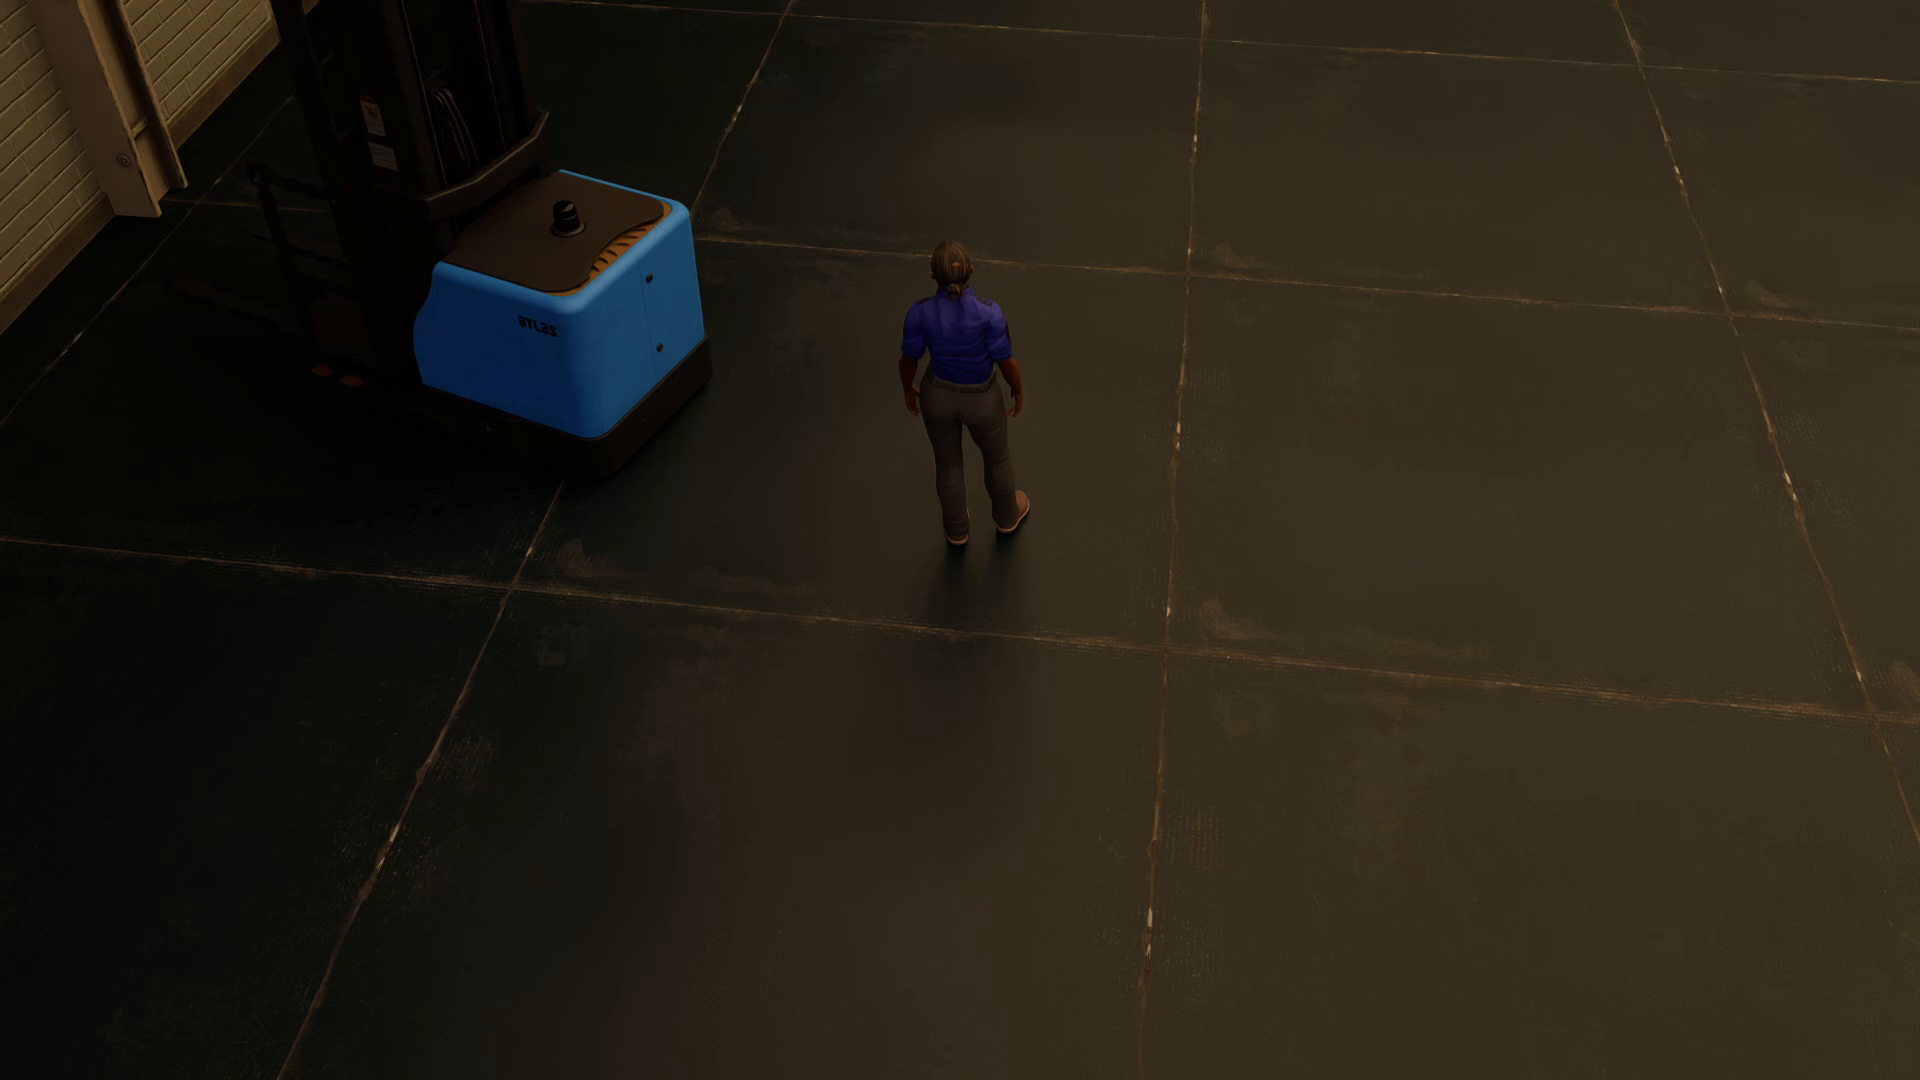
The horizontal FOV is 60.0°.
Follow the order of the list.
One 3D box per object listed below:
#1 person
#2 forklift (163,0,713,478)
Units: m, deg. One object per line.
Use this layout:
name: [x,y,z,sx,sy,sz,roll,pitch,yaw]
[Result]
person: [0.031,-0.671,7.389,0.570,1.654,0.504,5,43,6]
forklift: [-2.855,-2.073,7.981,3.031,2.935,1.130,18,46,19]
